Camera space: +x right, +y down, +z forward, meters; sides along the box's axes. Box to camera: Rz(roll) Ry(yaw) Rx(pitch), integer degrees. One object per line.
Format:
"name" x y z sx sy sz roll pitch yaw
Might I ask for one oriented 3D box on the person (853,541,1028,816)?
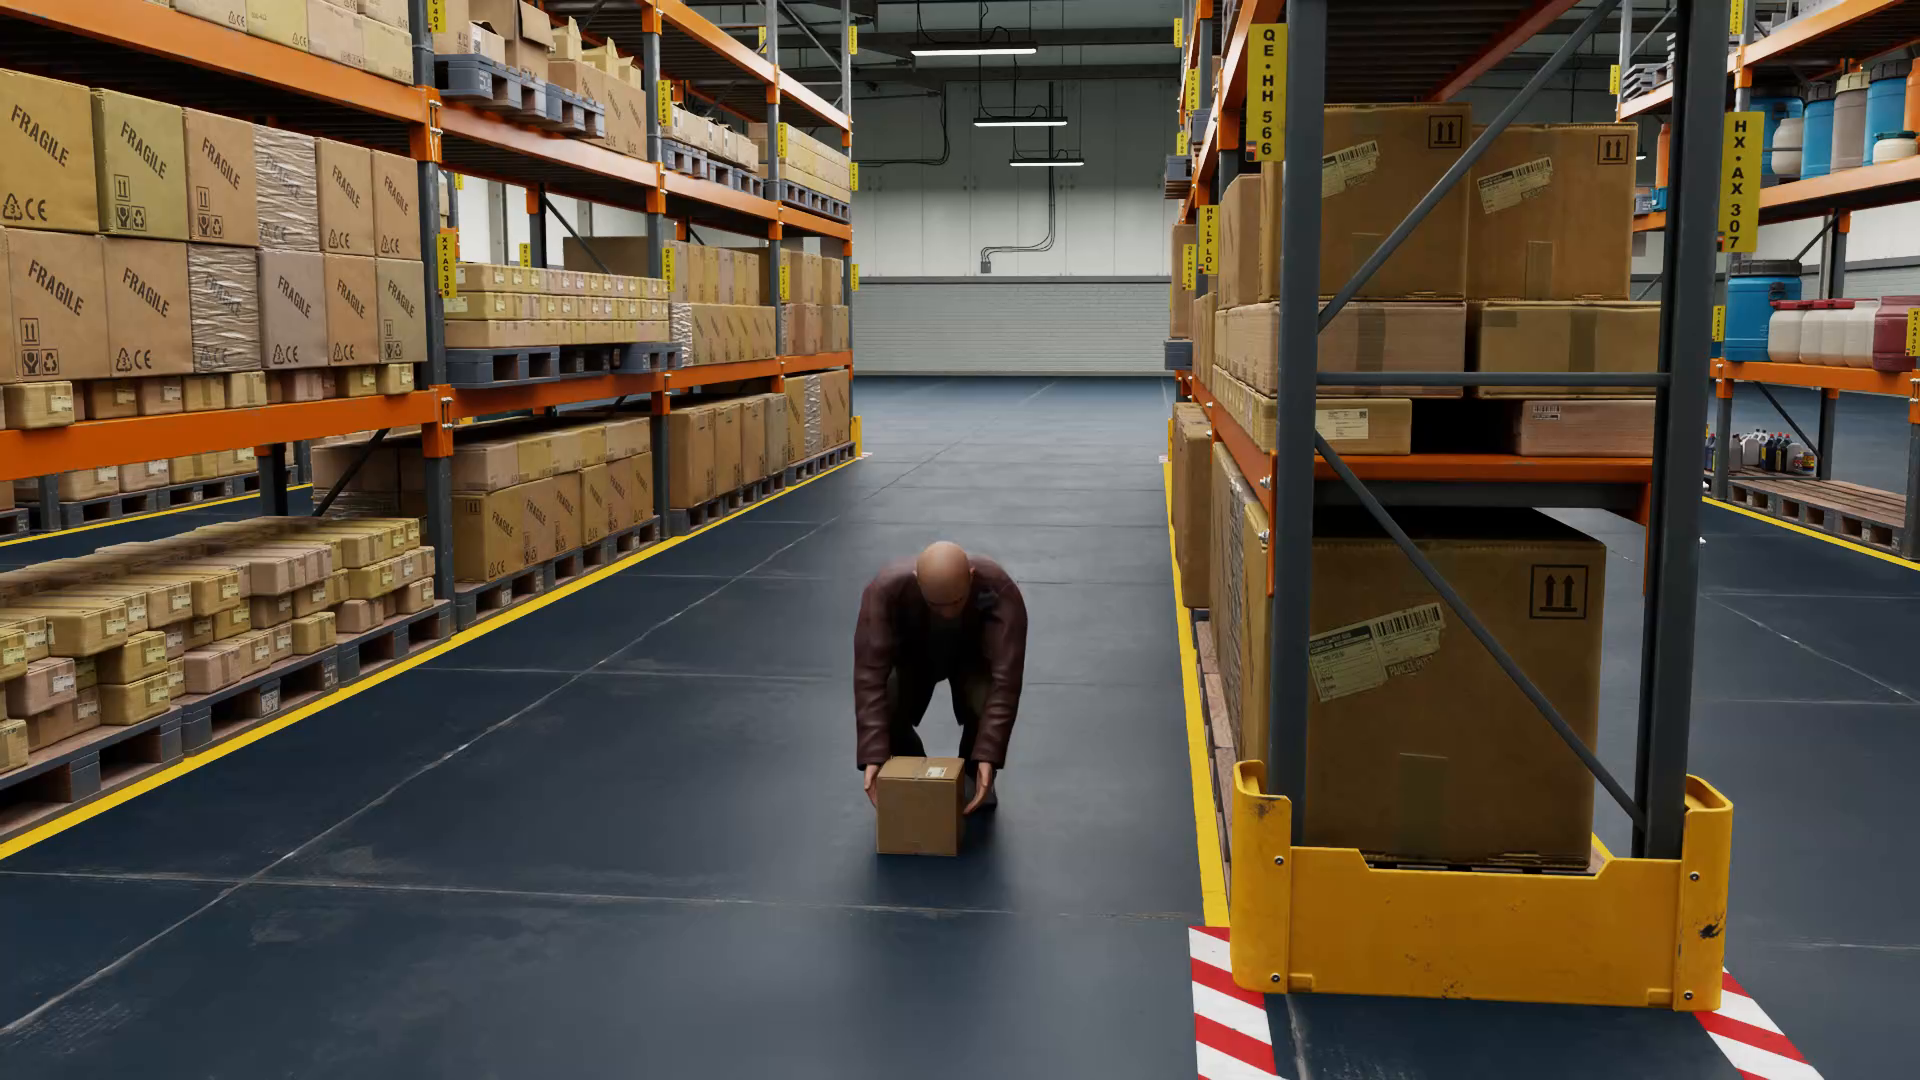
"person" -0.068 0.453 5.621 0.609 0.939 0.913 1 7 6
